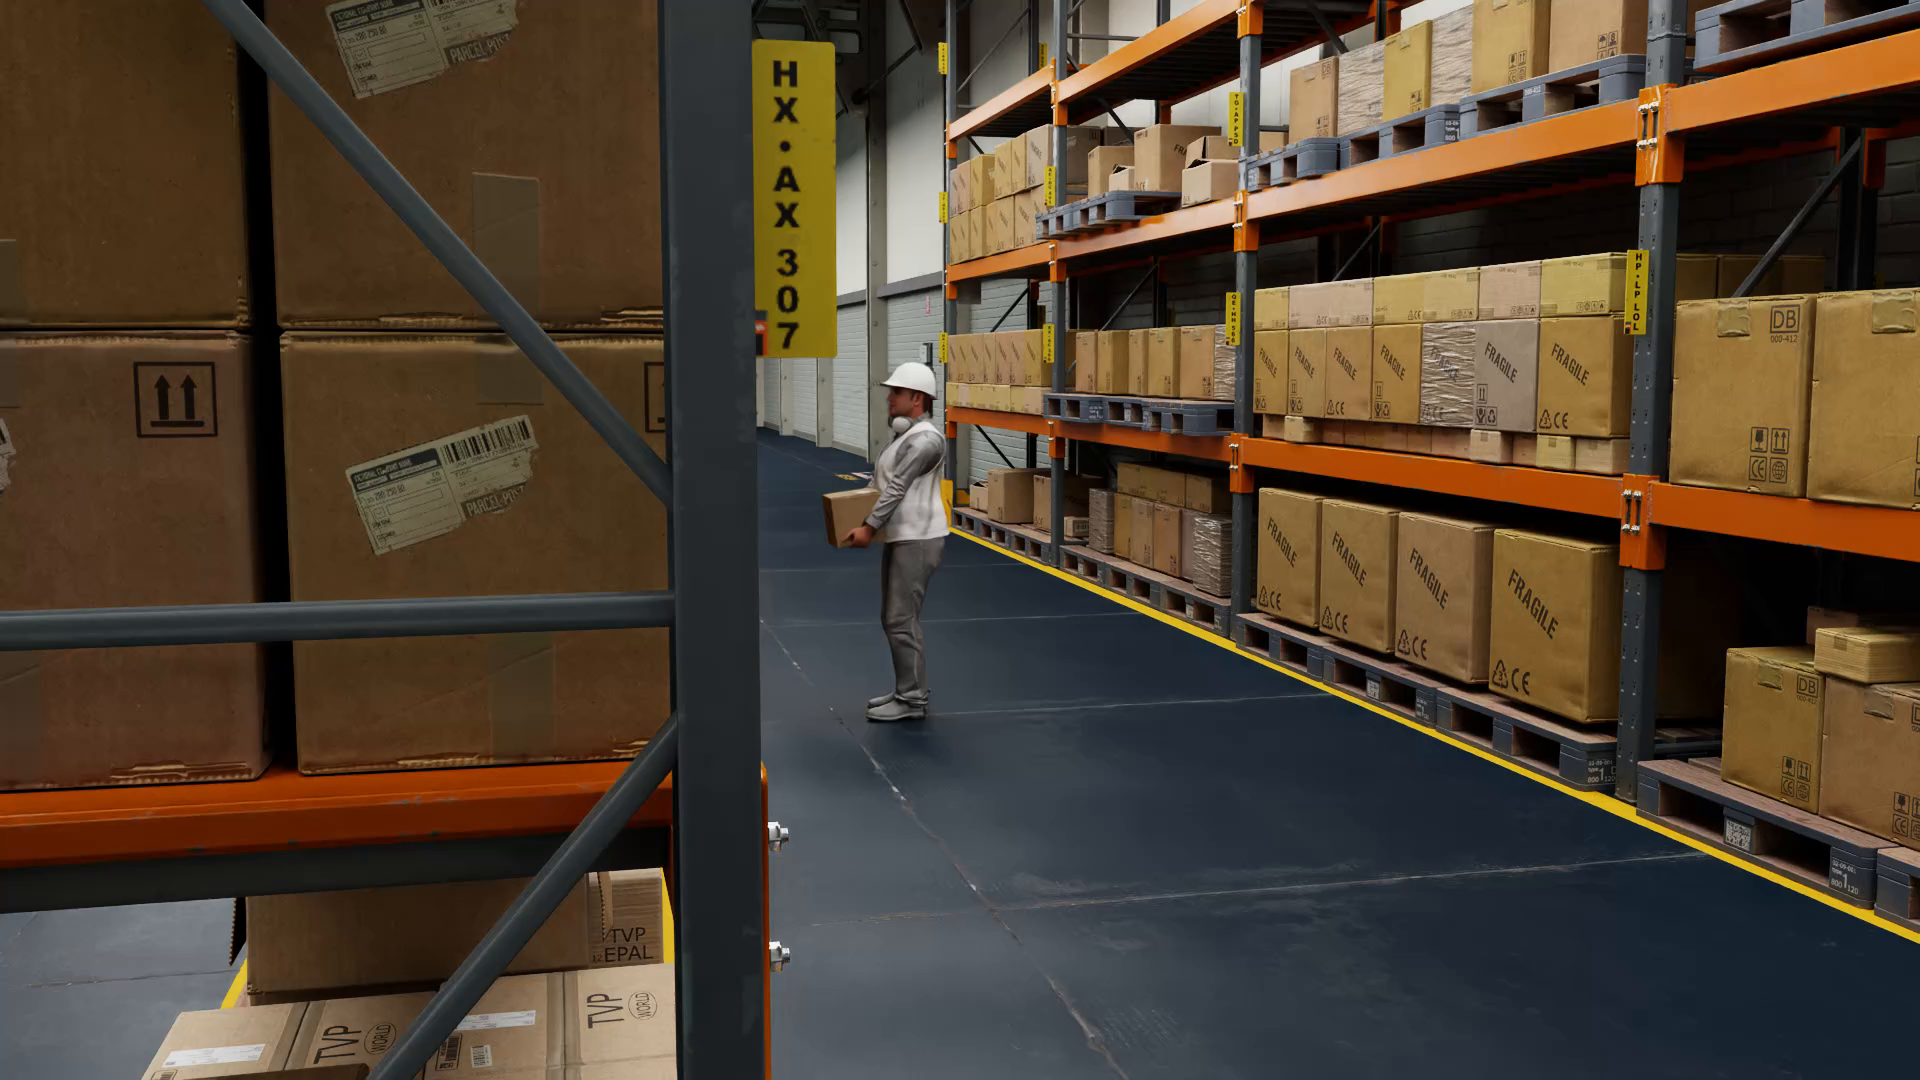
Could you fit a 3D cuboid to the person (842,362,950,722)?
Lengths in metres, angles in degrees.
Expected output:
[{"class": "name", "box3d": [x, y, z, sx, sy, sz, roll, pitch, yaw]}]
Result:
[{"class": "person", "box3d": [-0.339, 0.005, 8.292, 0.550, 1.772, 0.495, -2, 6, -14]}]
